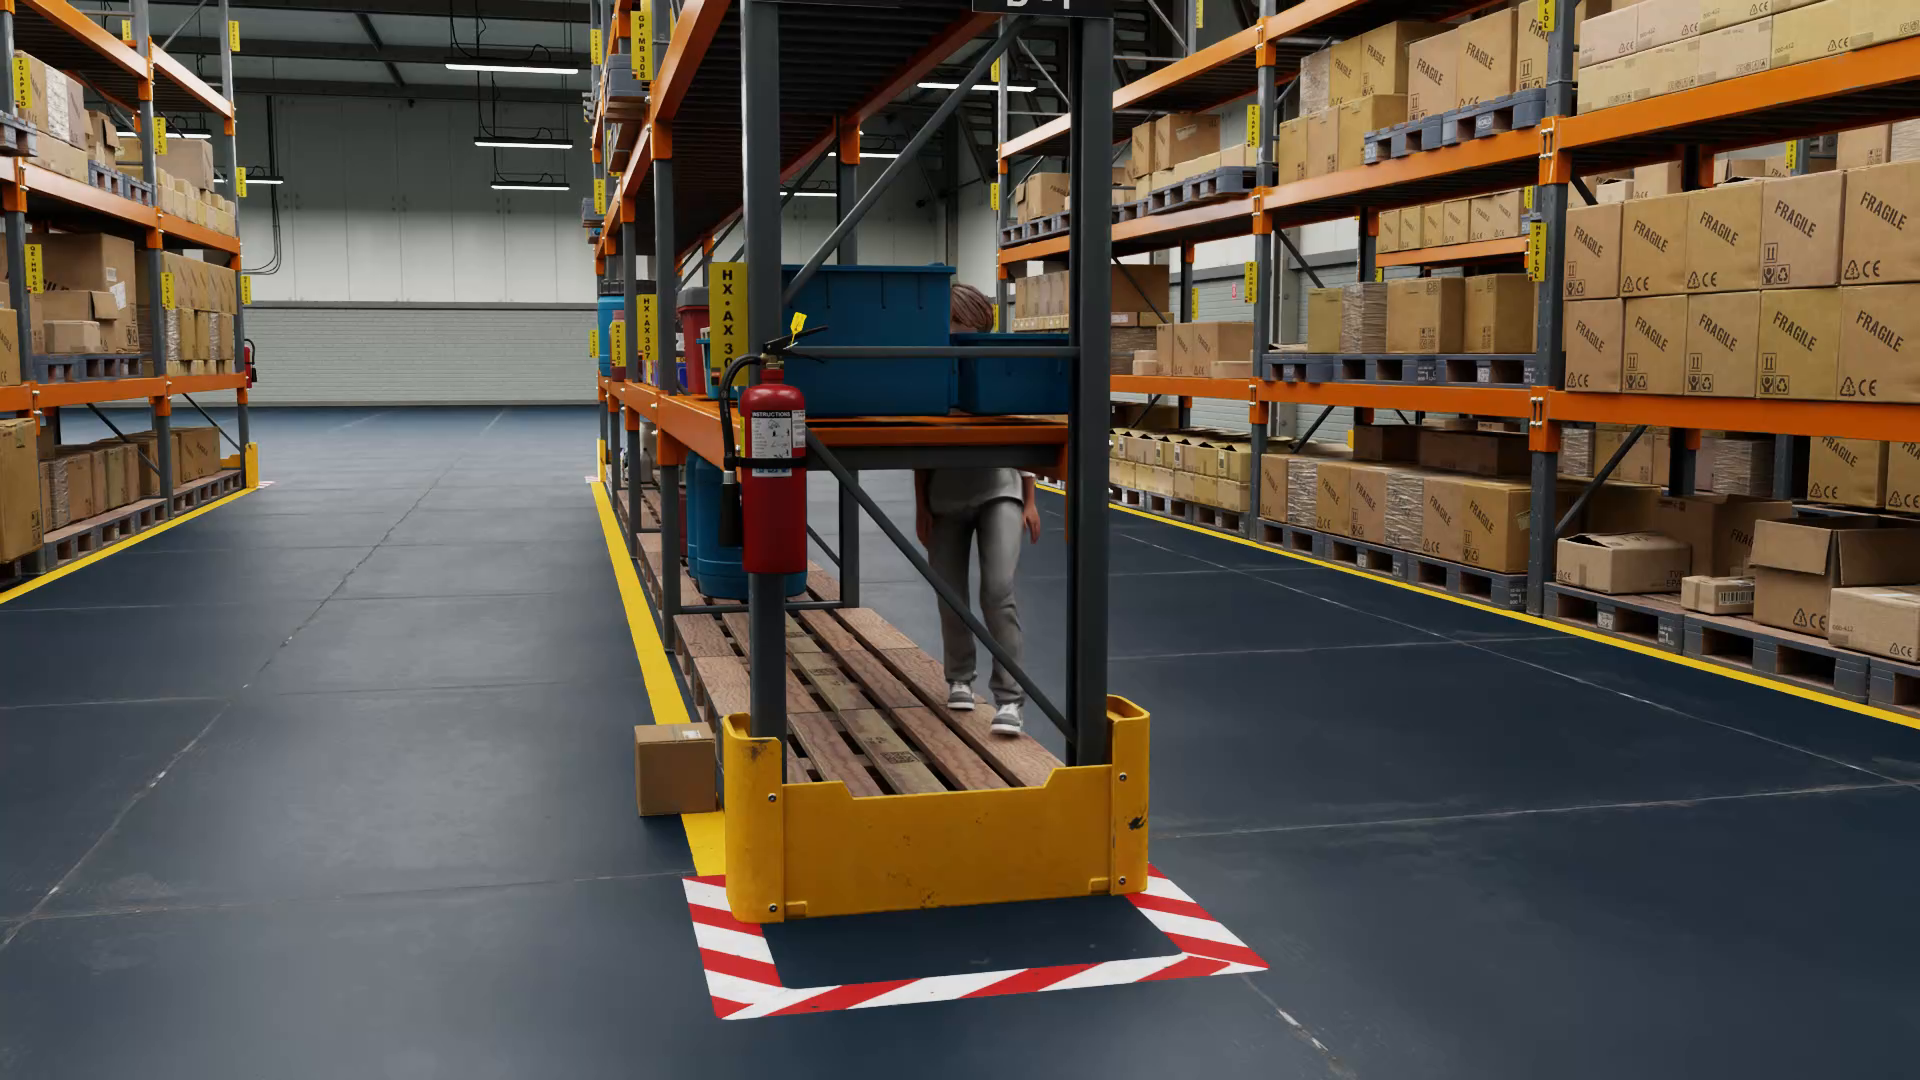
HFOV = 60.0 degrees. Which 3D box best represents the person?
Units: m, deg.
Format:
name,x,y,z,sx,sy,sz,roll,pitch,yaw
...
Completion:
name,x,y,z,sx,sy,sz,roll,pitch,yaw
person,0.052,-0.117,5.858,0.446,1.535,0.714,1,6,11
